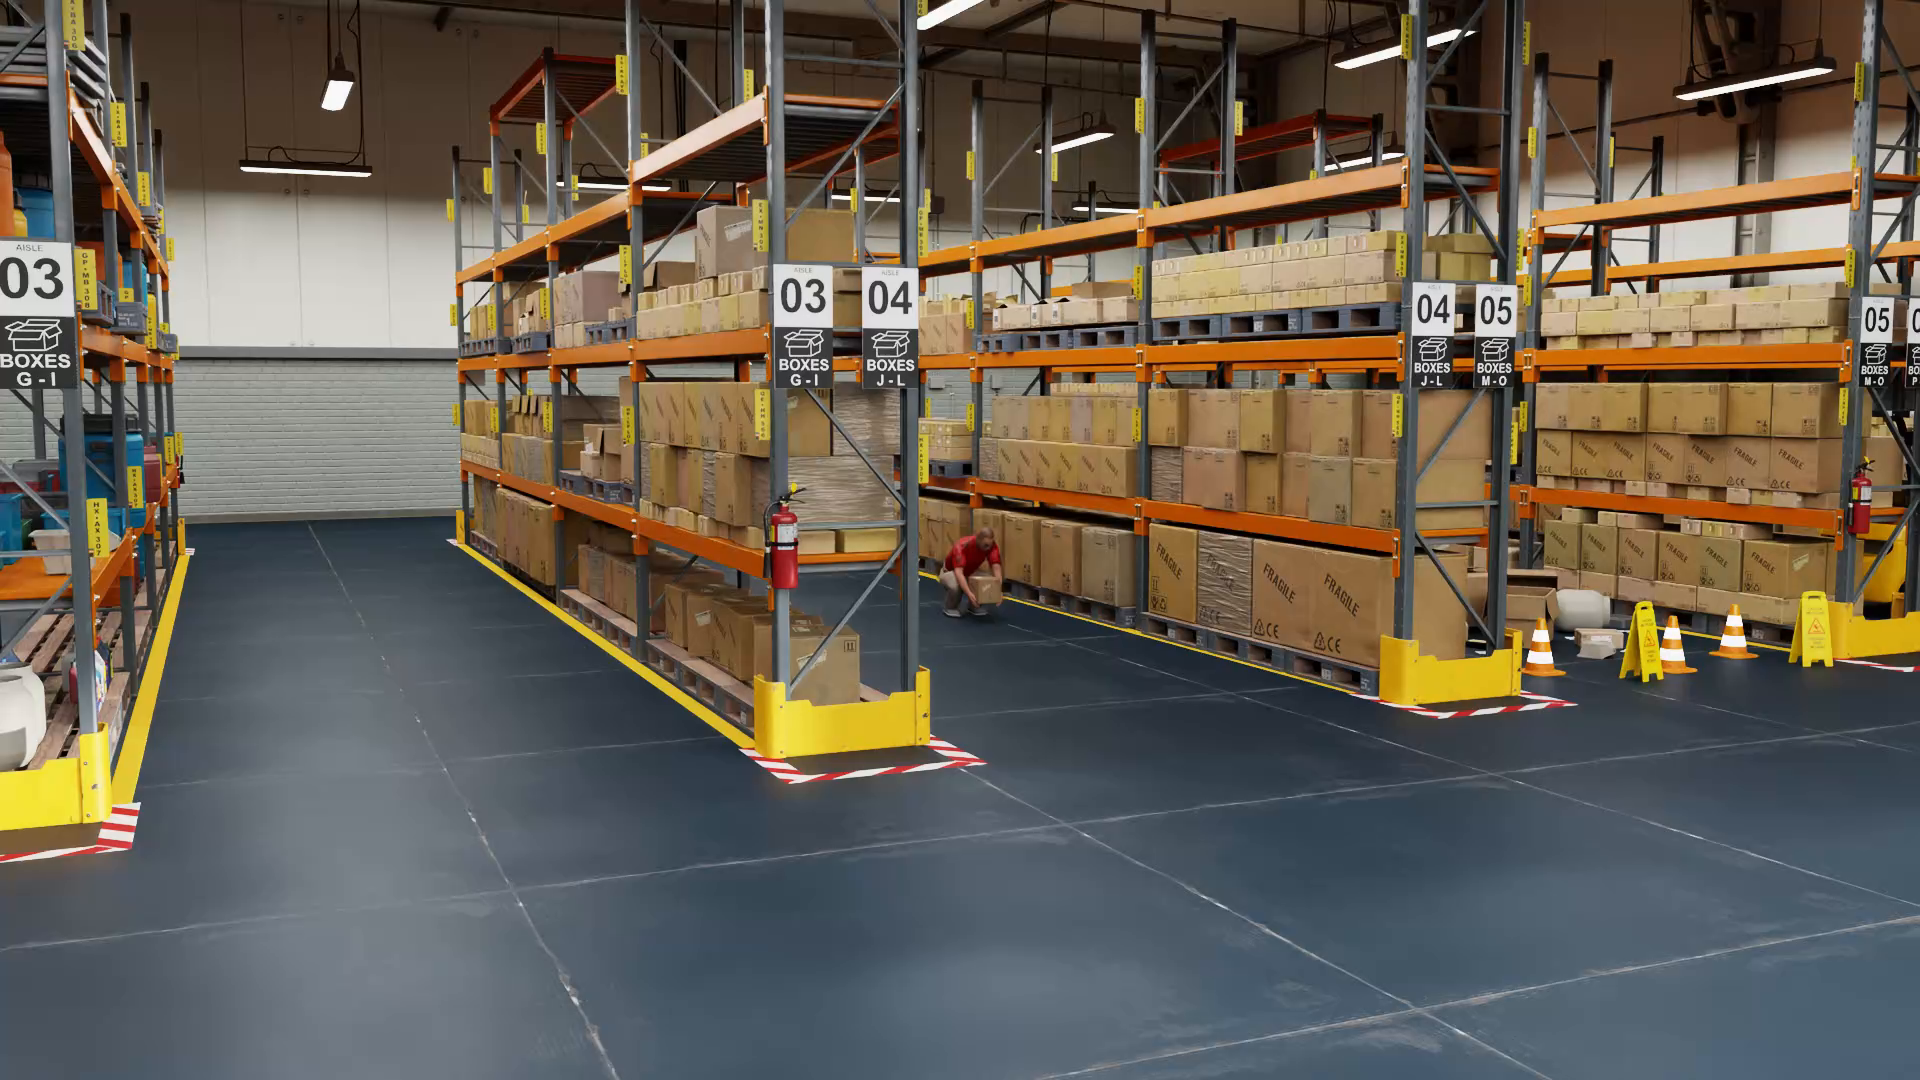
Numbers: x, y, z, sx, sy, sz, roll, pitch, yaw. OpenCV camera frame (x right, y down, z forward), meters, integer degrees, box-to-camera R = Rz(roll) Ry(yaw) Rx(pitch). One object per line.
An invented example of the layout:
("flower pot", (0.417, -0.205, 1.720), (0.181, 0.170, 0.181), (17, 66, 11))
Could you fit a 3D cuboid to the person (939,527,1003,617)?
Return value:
("person", (0.124, 0.330, 17.446), (0.562, 0.971, 0.878), (-2, 6, -24))
